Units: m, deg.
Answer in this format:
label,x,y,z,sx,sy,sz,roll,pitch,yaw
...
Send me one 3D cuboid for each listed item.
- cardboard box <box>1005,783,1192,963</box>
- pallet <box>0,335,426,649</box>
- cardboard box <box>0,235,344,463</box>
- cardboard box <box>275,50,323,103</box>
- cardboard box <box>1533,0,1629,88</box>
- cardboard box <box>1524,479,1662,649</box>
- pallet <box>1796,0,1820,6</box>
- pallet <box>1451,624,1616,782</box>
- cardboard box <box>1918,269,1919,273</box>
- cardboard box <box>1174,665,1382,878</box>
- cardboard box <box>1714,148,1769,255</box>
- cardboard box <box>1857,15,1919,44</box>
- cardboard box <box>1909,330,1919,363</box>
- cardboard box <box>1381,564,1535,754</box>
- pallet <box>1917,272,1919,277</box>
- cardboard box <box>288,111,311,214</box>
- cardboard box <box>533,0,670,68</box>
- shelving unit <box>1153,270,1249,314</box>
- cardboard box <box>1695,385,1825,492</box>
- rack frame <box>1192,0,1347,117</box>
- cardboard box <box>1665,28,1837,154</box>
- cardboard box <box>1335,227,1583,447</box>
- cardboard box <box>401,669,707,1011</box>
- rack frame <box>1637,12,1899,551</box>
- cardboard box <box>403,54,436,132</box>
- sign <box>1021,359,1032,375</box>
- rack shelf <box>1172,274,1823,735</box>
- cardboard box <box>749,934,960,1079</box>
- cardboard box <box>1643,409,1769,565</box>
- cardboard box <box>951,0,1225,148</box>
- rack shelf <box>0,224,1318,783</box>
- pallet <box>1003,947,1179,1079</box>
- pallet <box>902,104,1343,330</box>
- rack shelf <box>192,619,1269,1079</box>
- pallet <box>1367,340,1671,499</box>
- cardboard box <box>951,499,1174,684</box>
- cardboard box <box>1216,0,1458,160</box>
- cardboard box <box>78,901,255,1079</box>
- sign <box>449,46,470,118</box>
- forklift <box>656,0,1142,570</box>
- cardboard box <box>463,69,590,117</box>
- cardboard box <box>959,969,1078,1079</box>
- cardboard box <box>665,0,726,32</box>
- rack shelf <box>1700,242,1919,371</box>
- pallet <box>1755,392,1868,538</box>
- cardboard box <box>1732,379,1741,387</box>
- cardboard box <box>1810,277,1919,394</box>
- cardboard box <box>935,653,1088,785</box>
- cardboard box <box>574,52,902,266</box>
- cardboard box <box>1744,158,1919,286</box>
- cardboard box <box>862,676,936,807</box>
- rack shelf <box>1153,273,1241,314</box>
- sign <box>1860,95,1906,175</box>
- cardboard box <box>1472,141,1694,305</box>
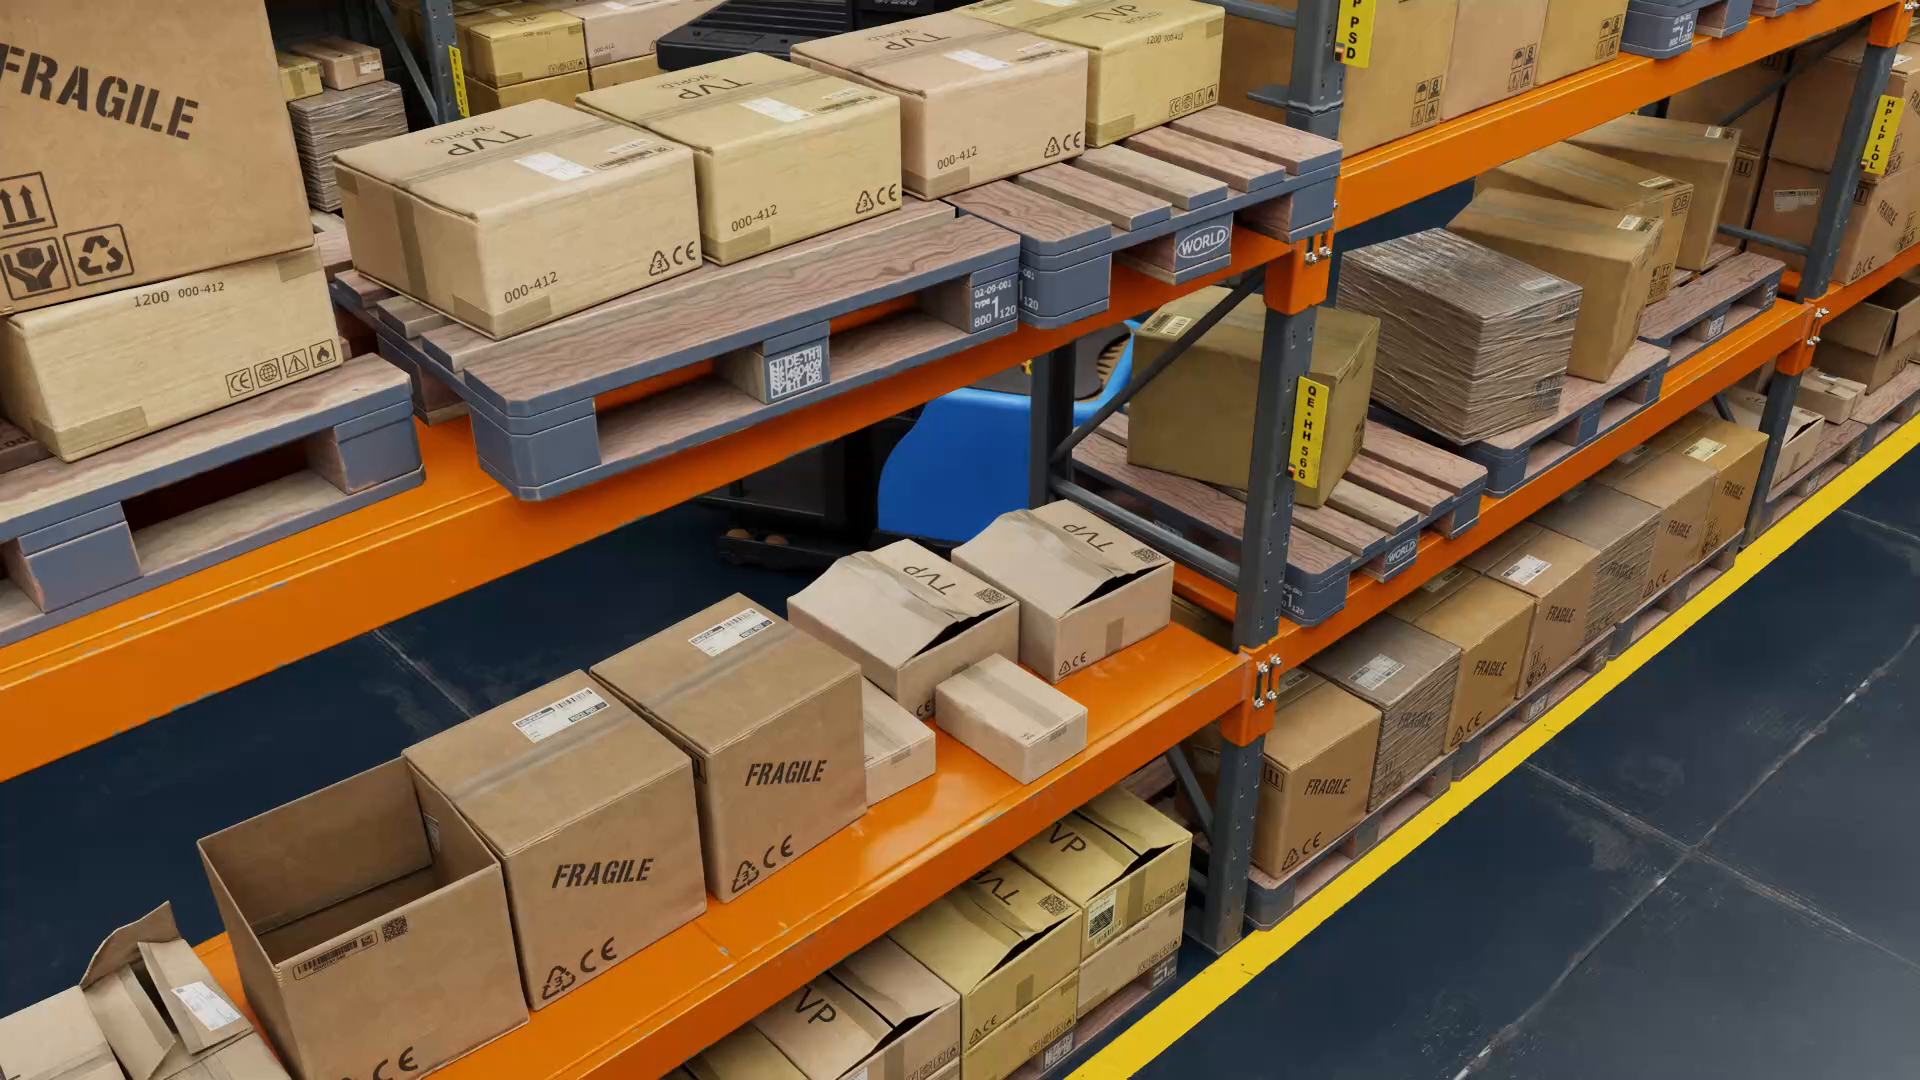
label,x,y,z,sx,sy,sz,roll,pitch,yaw
cardboard box,0.400,1.012,5.416,0.500,0.311,0.500,-25,39,-34
pallet,-1.679,-0.120,2.879,0.805,0.209,1.217,27,41,37
cardboard box,-1.458,-0.410,2.911,0.500,0.250,0.500,25,39,34
cardboard box,-3.213,-2.170,7.784,0.380,0.149,0.250,22,38,31
cardboard box,1.669,-1.878,5.475,0.500,0.500,0.910,-26,40,-35
cardboard box,2.646,0.071,7.232,0.500,0.500,0.500,-25,39,-35
pallet,3.024,-2.437,6.665,1.003,0.211,1.213,-26,40,-35
pallet,2.084,0.486,7.253,1.213,0.211,1.003,-26,40,-35
cardboard box,5.942,-1.815,10.654,0.250,0.149,0.380,-26,40,-35
cardboard box,1.145,0.804,6.035,0.500,0.500,0.500,-24,39,-34
cardboard box,3.742,-1.760,8.157,0.500,0.500,0.500,-25,39,-35
cardboard box,4.464,-2.154,7.842,0.500,0.500,0.500,-27,41,-37
cardboard box,5.534,-1.263,9.653,0.500,0.250,0.500,-26,40,-35
cardboard box,1.896,0.440,6.630,0.500,0.500,0.500,-26,40,-36
pallet,5.843,-1.361,10.273,1.213,0.211,1.003,-26,40,-35
cardboard box,-3.484,-1.768,7.748,0.700,0.500,0.500,25,39,35
cardboard box,-1.853,-2.668,8.619,0.500,0.250,0.500,-26,40,-36
shelving unit,1.166,-1.155,8.126,0.431,2.100,0.503,2,32,3
cardboard box,4.004,-0.548,8.427,0.500,0.311,0.500,-26,40,-35
rack frame,0.616,-2.582,3.847,0.127,3.000,1.000,-26,40,-35
cardboard box,3.744,-2.189,7.901,0.500,0.500,0.500,-26,40,-35
cardboard box,1.802,-0.763,6.123,0.500,0.500,0.700,-18,36,-27
cardboard box,-0.989,0.723,4.097,0.500,0.500,0.500,-26,40,-35
rack frame,3.550,-1.442,7.732,0.127,3.000,1.000,-26,40,-35
cardboard box,-2.587,-2.363,8.839,0.500,0.500,0.500,-26,40,-35
sign,0.241,-0.687,5.465,0.005,0.325,0.100,-26,40,-35
rack shelf,2.083,-0.425,6.760,4.000,0.370,1.077,-26,40,-35
cardboard box,-0.349,1.377,4.819,0.500,0.311,0.500,-26,40,-36
cardboard box,3.383,-0.278,7.804,0.500,0.500,0.500,-26,40,-36
cardboard box,0.322,-1.235,4.261,0.500,0.250,0.500,26,40,35
rack shelf,-0.850,-0.286,3.657,4.000,0.370,1.077,-26,40,-35
pallet,-0.014,1.444,5.687,1.213,0.211,1.003,-26,40,-35
pallet,0.180,-0.947,4.229,1.003,0.211,1.213,-24,39,-33
rack shelf,-0.850,0.993,4.440,4.000,0.370,1.077,-26,40,-35
pallet,2.039,-0.633,6.593,1.213,0.211,1.003,-26,40,-35
cardboard box,0.320,0.127,5.252,0.500,0.311,0.500,-23,38,-33
cardboard box,0.913,-1.513,4.878,0.500,0.500,0.910,-26,40,-35
cardboard box,-1.797,1.071,3.752,0.258,0.266,0.396,-27,40,-37
sign,-2.379,-2.173,7.894,0.005,0.325,0.100,-26,40,-35
forklift,-0.663,-1.359,7.663,3.031,2.935,1.130,9,33,14
cardboard box,-2.224,-2.169,8.522,0.500,0.500,0.500,-24,39,-34
cardboard box,0.021,1.435,5.261,0.500,0.250,0.500,-26,40,-36
cardboard box,-1.489,-2.847,8.911,0.500,0.250,0.500,-26,40,-35
rack shelf,5.016,-1.844,9.080,4.000,0.370,1.077,-26,40,-35
pallet,4.054,-0.495,8.858,1.213,0.211,1.003,-26,40,-35
cardboard box,3.774,-0.874,8.778,0.500,0.500,0.500,-26,40,-35
cardboard box,4.924,-1.233,9.362,0.637,0.503,0.797,-26,40,-35
cardboard box,0.145,0.509,4.783,0.250,0.149,0.380,-26,40,-35
cardboard box,-0.477,-0.844,3.621,0.500,0.250,0.500,-27,40,-36
cardboard box,4.109,-1.561,7.832,0.500,0.500,0.500,-25,39,-34
cardboard box,-0.280,0.558,4.703,0.250,0.149,0.380,-23,38,-32
rack shelf,1.166,-1.143,8.133,0.431,0.518,0.480,2,32,3
sign,3.930,-1.725,7.085,0.005,0.325,0.100,-26,40,-35
cardboard box,2.589,-1.313,7.023,0.500,0.500,0.700,-19,36,-28
